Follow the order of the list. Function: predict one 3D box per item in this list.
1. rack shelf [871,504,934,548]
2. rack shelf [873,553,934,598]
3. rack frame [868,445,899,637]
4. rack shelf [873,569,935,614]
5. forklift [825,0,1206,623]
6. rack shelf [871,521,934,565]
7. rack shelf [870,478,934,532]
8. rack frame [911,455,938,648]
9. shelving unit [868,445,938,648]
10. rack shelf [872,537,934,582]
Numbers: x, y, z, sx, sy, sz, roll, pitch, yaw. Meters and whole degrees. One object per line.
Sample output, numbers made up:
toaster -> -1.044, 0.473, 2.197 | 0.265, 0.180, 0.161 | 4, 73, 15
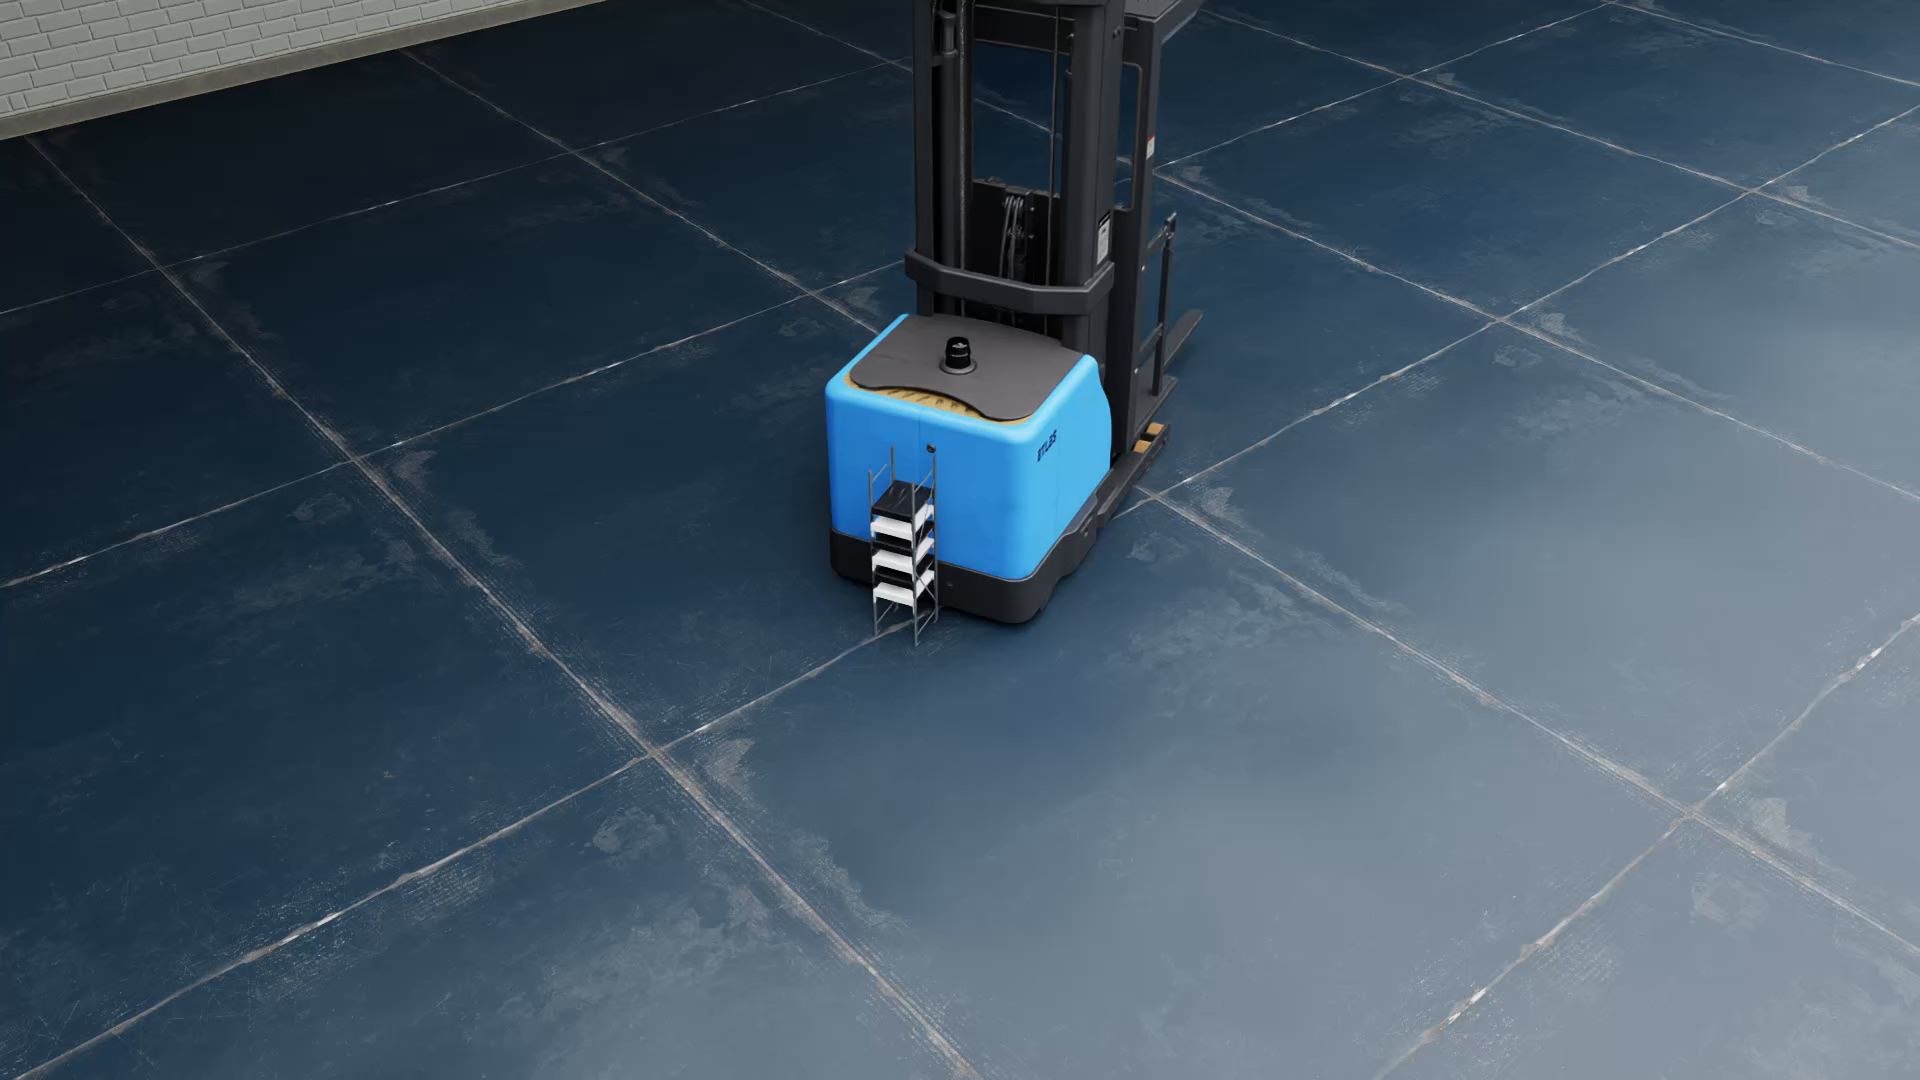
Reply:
rack shelf -> -0.247, -0.083, 7.334 | 0.200, 0.077, 0.258 | 15, 38, 20
rack shelf -> -0.247, 0.138, 7.490 | 0.200, 0.077, 0.258 | 15, 38, 20
rack frame -> -0.340, 0.013, 7.453 | 0.006, 0.900, 0.240 | 15, 38, 20
rack shelf -> -0.247, 0.211, 7.542 | 0.200, 0.077, 0.258 | 15, 38, 20
forklift -> 0.472, -1.656, 8.052 | 1.130, 2.935, 3.031 | 15, 38, 21
rack shelf -> -0.247, -0.009, 7.386 | 0.200, 0.077, 0.258 | 15, 38, 20
rack shelf -> -0.247, -0.156, 7.282 | 0.200, 0.077, 0.258 | 15, 38, 20
rack frame -> -0.154, 0.061, 7.385 | 0.006, 0.900, 0.240 | 15, 38, 20
shelving unit -> -0.247, 0.037, 7.419 | 0.210, 0.900, 0.258 | 15, 38, 20
rack shelf -> -0.247, 0.064, 7.438 | 0.200, 0.077, 0.258 | 15, 38, 20
